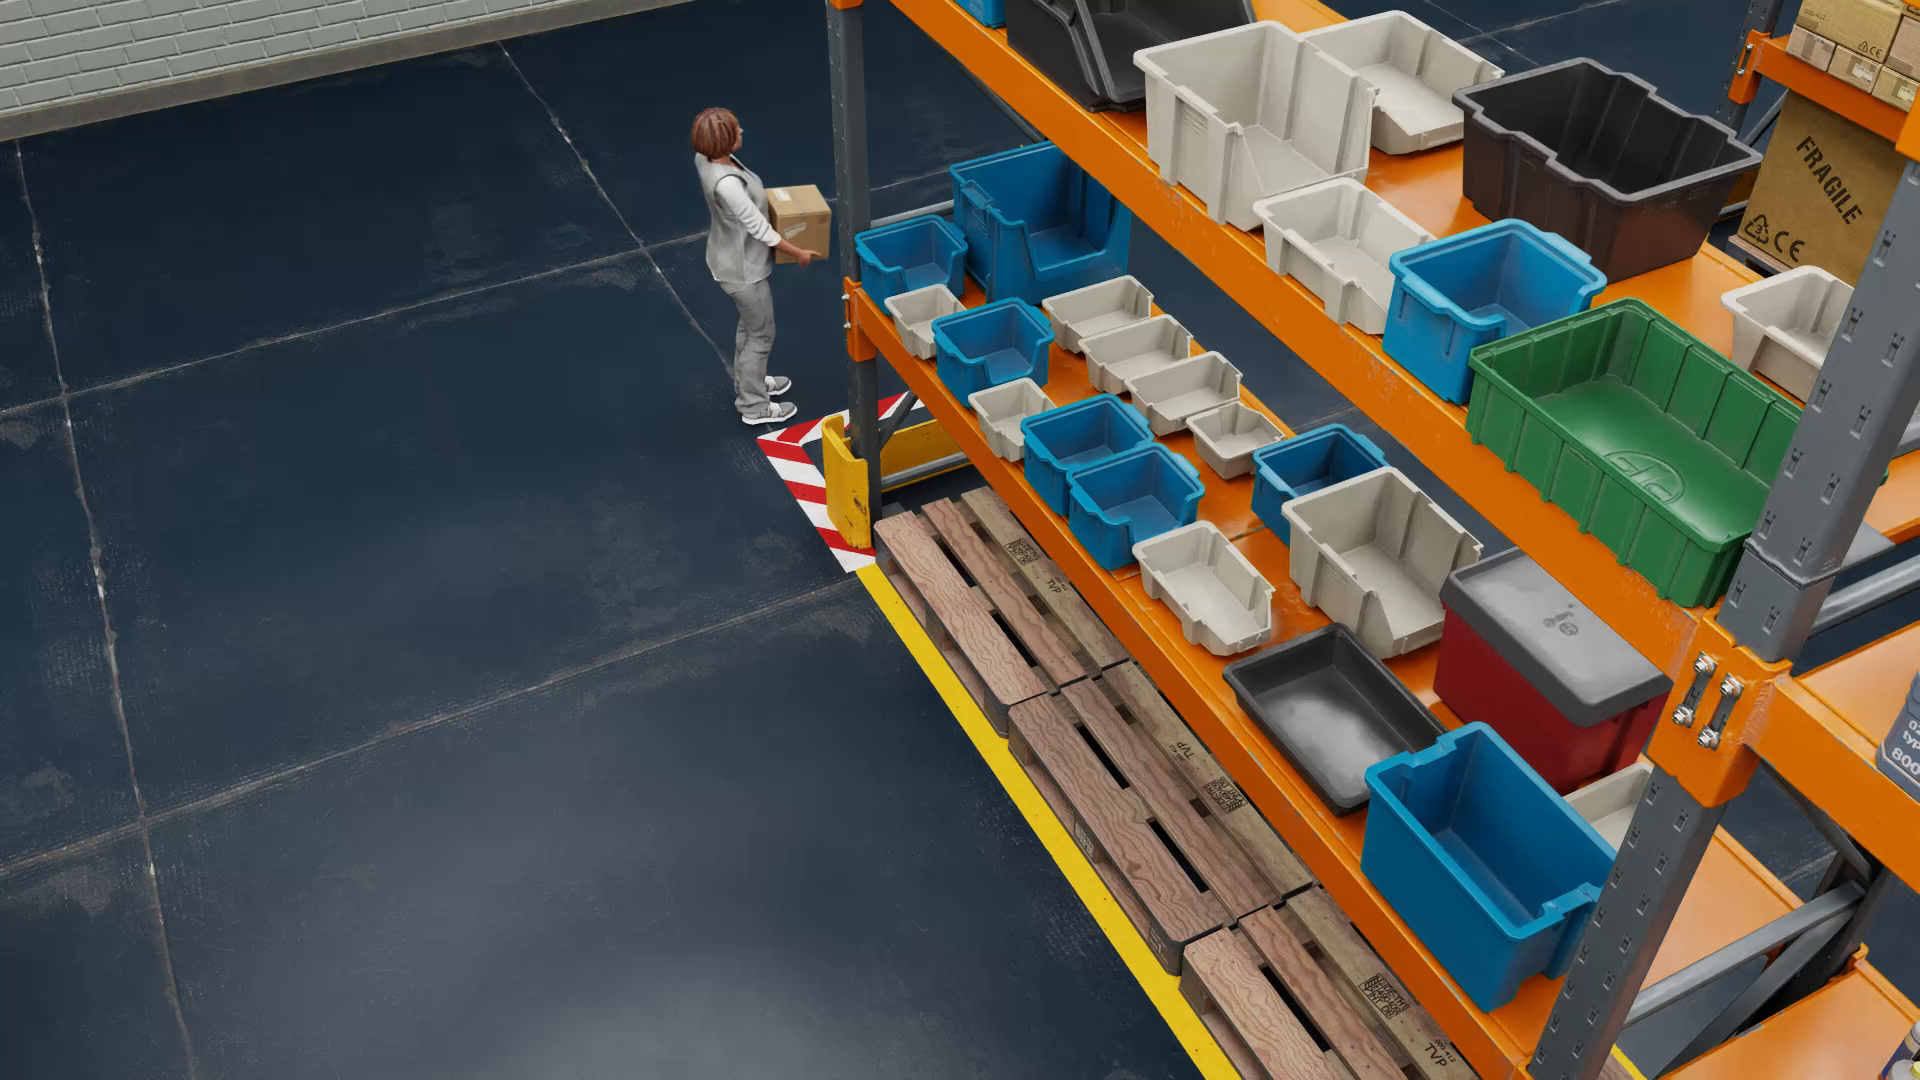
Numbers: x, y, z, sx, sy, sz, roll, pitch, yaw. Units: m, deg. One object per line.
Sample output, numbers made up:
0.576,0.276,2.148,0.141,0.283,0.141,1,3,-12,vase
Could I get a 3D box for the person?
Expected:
-0.920,-1.271,7.654,0.500,1.588,0.407,-14,43,-16,person
